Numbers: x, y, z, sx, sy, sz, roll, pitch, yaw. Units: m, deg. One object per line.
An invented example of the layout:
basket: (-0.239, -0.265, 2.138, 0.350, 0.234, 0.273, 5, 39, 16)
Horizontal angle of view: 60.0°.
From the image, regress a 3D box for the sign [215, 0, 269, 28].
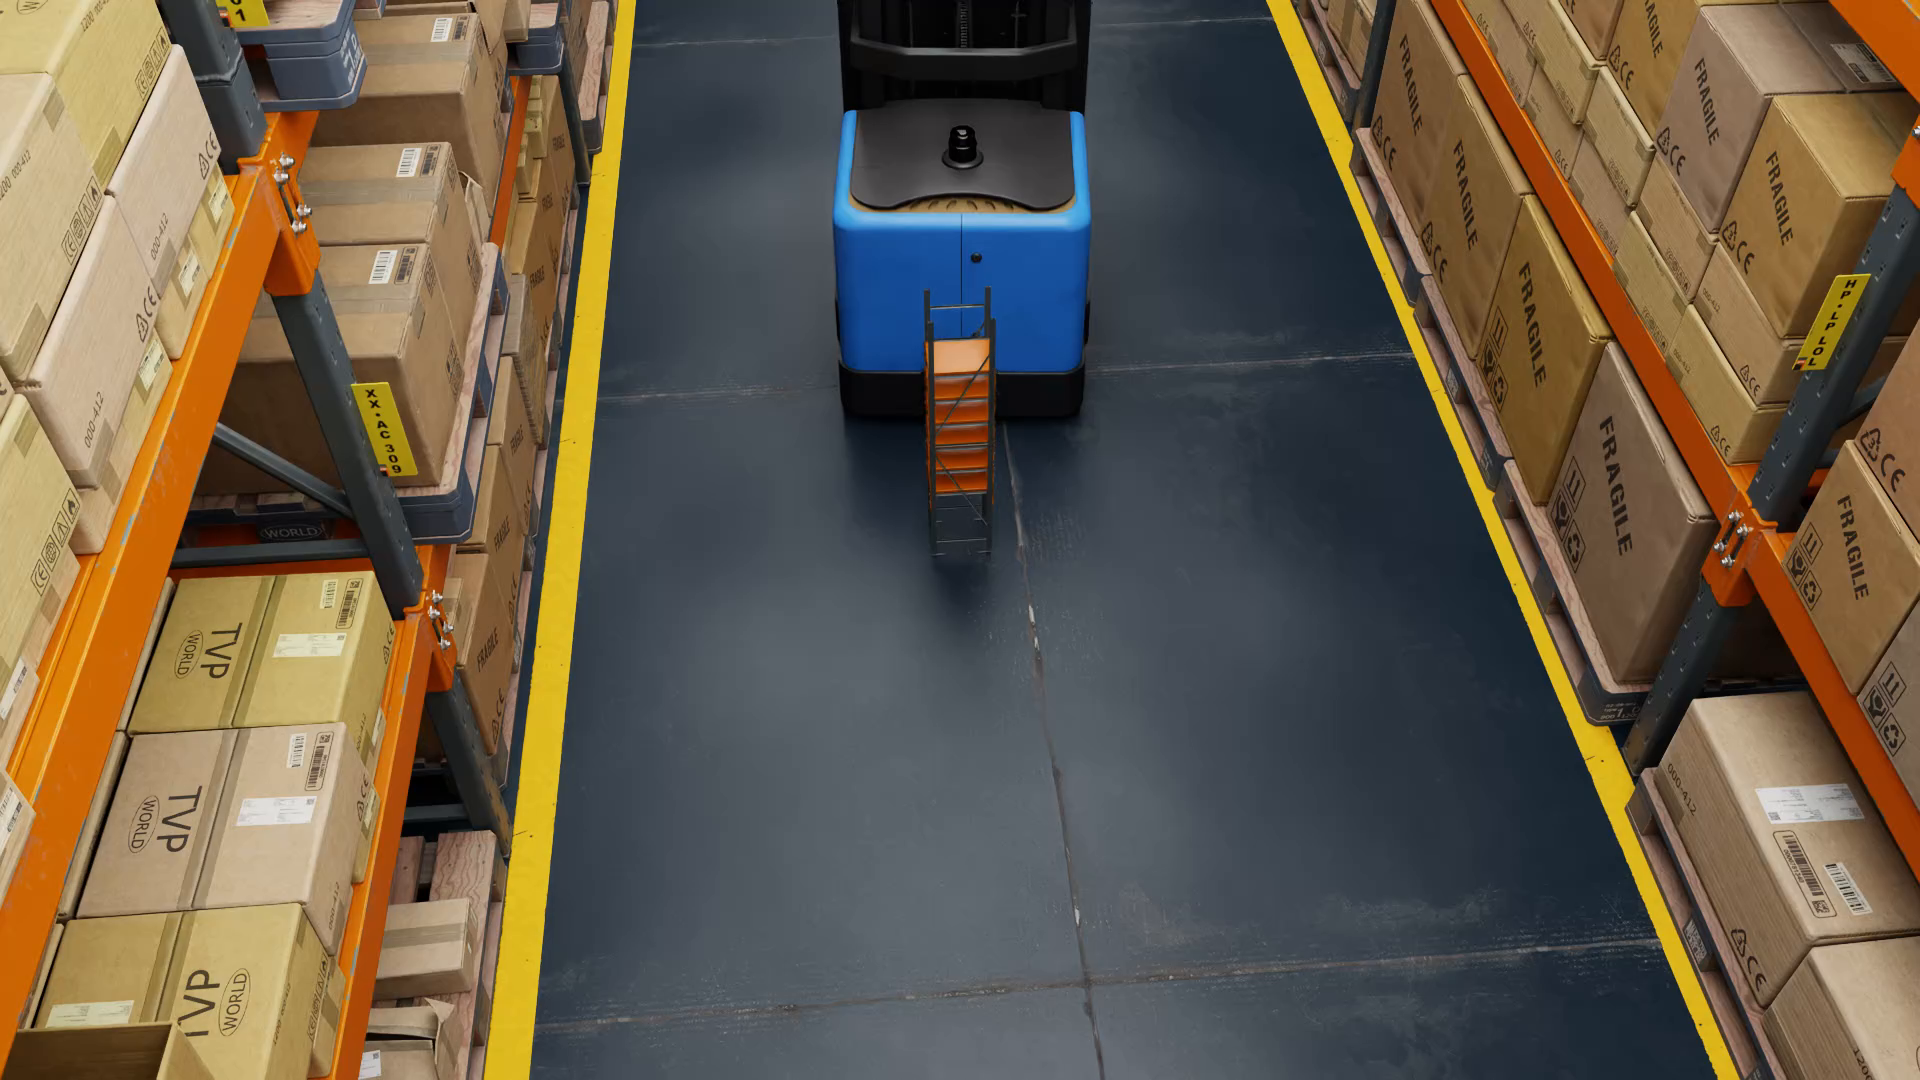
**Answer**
sign: (-1.510, -1.198, 3.396, 0.100, 0.325, 0.005, -3, 47, -3)

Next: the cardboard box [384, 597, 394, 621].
cardboard box: (-1.875, 0.168, 5.306, 0.380, 0.149, 0.250, -4, 47, -4)

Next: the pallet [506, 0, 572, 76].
pallet: (-2.258, -2.292, 6.987, 1.213, 0.211, 1.003, -3, 47, -3)

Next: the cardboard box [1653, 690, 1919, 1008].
cardboard box: (2.842, 0.943, 5.266, 0.875, 0.438, 0.875, -4, 47, -4)

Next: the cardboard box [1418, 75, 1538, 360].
cardboard box: (2.607, -1.412, 7.195, 0.875, 0.875, 0.875, -3, 47, -3)

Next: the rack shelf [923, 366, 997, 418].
rack shelf: (-0.001, -0.558, 6.182, 0.258, 0.103, 0.180, -3, 47, -3)

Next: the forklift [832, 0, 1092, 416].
forklift: (0.021, -2.592, 7.186, 1.130, 2.935, 3.031, 0, 47, 0)

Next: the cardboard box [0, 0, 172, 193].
cardboard box: (-1.768, -0.853, 2.980, 0.500, 0.250, 0.500, -3, 47, -3)

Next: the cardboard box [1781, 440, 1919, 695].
cardboard box: (2.674, 0.067, 4.552, 0.500, 0.500, 0.500, -2, 47, -2)

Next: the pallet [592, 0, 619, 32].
pallet: (-2.514, -3.364, 9.790, 1.003, 0.211, 1.213, -3, 47, -3)

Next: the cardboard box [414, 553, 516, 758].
cardboard box: (-1.866, 0.402, 5.736, 0.500, 0.500, 0.500, -2, 47, -2)

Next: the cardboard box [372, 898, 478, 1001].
cardboard box: (-1.711, 1.271, 5.154, 0.380, 0.149, 0.250, -5, 47, -4)

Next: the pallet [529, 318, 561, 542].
pallet: (-2.261, -0.462, 7.042, 1.003, 0.211, 1.213, -3, 47, -3)

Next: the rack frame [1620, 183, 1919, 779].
rack frame: (2.896, -0.254, 4.925, 1.000, 3.000, 0.127, -3, 47, -3)

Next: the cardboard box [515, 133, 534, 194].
cardboard box: (-2.059, -1.621, 7.205, 0.380, 0.149, 0.250, -5, 47, -5)

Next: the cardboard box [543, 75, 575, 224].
cardboard box: (-2.135, -1.836, 7.855, 0.500, 0.500, 0.500, -2, 47, -2)

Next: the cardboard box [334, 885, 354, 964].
cardboard box: (-1.687, 0.917, 3.989, 0.380, 0.149, 0.250, -2, 47, -2)

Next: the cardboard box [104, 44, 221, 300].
cardboard box: (-1.760, -0.698, 3.178, 0.500, 0.250, 0.500, -3, 47, -3)

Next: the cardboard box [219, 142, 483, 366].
cardboard box: (-1.911, -0.867, 5.147, 0.700, 0.500, 0.500, -3, 47, -3)

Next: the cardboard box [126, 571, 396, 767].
cardboard box: (-1.764, 0.353, 4.248, 0.500, 0.250, 0.500, -2, 47, -2)

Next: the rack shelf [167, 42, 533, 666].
rack shelf: (-2.217, -1.149, 6.268, 1.077, 0.370, 4.000, -3, 47, -3)

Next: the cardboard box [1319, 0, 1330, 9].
cardboard box: (2.454, -3.332, 9.360, 0.950, 0.372, 0.625, -4, 47, -4)

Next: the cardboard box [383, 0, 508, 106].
cardboard box: (-2.064, -1.854, 6.080, 0.797, 0.503, 0.637, -4, 47, -4)

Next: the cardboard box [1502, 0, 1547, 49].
cardboard box: (2.429, -2.152, 6.481, 0.500, 0.250, 0.500, -4, 47, -3)

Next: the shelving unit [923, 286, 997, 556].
shelving unit: (-0.001, -0.423, 6.324, 0.258, 1.200, 0.189, -3, 47, -3)

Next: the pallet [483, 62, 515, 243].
pallet: (-2.217, -1.371, 6.115, 1.003, 0.211, 1.213, -3, 47, -3)

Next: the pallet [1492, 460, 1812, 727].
pallet: (2.756, 0.151, 6.462, 1.003, 0.211, 1.213, -3, 47, -3)

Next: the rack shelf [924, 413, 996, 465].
rack shelf: (-0.001, -0.392, 6.357, 0.258, 0.103, 0.180, -3, 47, -3)

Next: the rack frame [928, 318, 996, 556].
rack frame: (0.006, -0.357, 6.262, 0.240, 1.200, 0.006, -3, 47, -3)

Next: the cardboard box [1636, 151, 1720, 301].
cardboard box: (2.568, -1.040, 5.428, 0.500, 0.250, 0.500, -2, 47, -2)

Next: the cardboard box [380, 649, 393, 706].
cardboard box: (-1.771, 0.352, 4.524, 0.380, 0.149, 0.250, -3, 47, -3)

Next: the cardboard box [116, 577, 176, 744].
cardboard box: (-2.277, 0.374, 4.228, 0.500, 0.250, 0.500, -4, 47, -4)

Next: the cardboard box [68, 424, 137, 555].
cardboard box: (-1.678, -0.103, 2.888, 0.380, 0.149, 0.250, -4, 47, -3)

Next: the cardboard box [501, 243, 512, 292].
cardboard box: (-2.008, -1.049, 6.663, 0.380, 0.149, 0.250, -6, 47, -5)

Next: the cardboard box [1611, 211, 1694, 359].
cardboard box: (2.566, -0.880, 5.621, 0.500, 0.250, 0.500, -4, 47, -4)

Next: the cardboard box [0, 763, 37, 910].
cardboard box: (-1.567, 0.459, 2.356, 0.380, 0.149, 0.250, -3, 47, -2)

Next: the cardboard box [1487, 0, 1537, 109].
cardboard box: (2.450, -1.977, 6.660, 0.500, 0.250, 0.500, -2, 47, -2)

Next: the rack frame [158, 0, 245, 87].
rack frame: (-2.050, -2.013, 2.458, 1.000, 3.000, 0.127, -3, 47, -3)

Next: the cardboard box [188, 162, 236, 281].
cardboard box: (-1.725, -0.653, 3.409, 0.380, 0.149, 0.250, -4, 47, -4)

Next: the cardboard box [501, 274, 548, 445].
cardboard box: (-1.995, -0.720, 6.798, 0.500, 0.500, 0.500, -5, 47, -5)

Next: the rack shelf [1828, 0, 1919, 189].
rack shelf: (2.729, -2.485, 5.467, 1.077, 0.370, 4.000, -3, 47, -3)

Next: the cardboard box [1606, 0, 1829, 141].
cardboard box: (2.535, -1.682, 5.520, 0.500, 0.500, 0.500, -2, 47, -2)
